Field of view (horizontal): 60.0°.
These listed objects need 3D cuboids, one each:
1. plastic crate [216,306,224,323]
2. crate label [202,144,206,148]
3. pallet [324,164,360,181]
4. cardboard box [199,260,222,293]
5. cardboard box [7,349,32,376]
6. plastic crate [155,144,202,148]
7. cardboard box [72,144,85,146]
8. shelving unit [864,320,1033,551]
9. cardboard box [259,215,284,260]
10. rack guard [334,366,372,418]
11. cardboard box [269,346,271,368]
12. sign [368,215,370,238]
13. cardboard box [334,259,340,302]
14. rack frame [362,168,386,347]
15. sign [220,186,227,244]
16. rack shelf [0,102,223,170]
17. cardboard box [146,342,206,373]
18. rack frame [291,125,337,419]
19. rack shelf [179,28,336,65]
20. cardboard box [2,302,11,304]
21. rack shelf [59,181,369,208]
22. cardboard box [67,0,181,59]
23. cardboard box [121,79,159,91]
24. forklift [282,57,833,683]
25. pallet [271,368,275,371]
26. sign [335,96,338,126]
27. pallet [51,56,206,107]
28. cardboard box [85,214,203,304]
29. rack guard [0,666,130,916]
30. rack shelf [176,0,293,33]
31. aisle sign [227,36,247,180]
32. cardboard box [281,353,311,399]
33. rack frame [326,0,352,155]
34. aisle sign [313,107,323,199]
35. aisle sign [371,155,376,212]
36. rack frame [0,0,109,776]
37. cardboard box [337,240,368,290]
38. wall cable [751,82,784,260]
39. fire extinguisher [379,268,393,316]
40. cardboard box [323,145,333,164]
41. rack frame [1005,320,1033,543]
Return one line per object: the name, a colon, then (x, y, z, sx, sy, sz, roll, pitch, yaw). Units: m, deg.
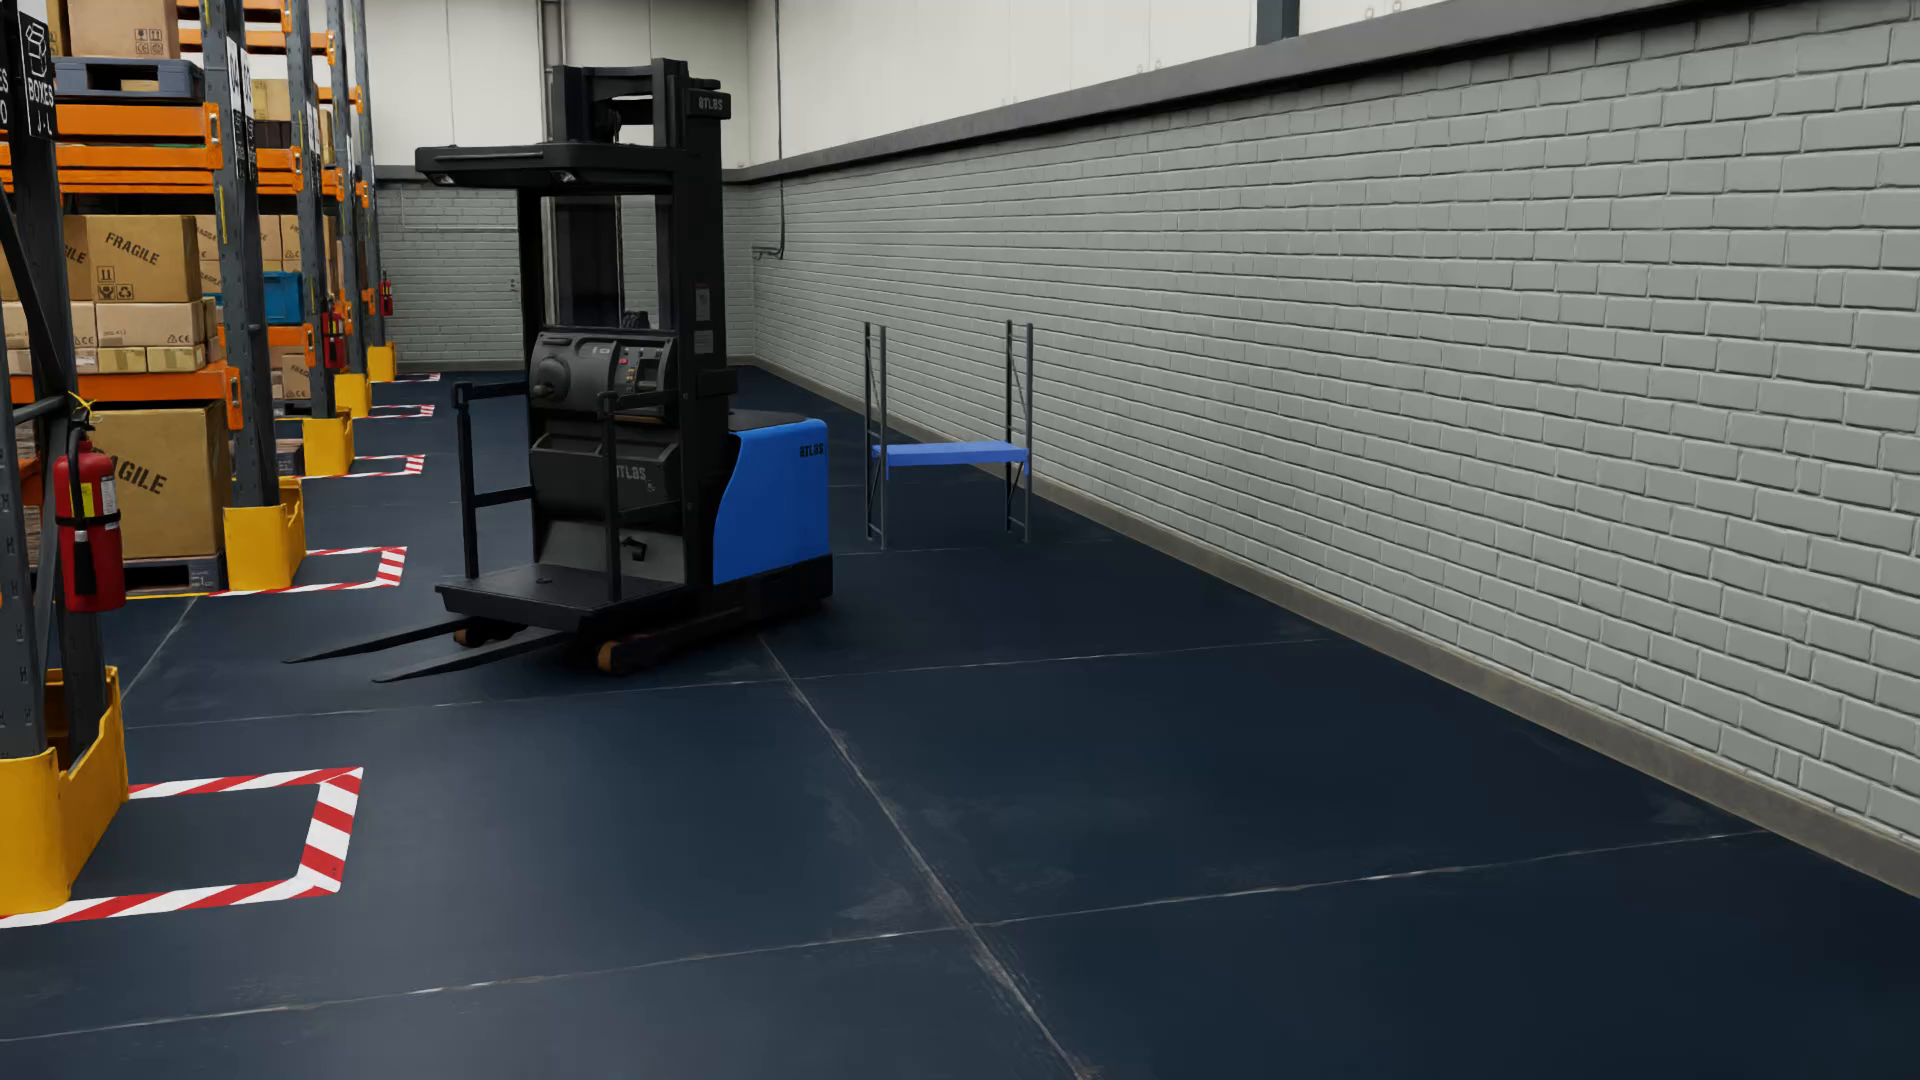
plastic crate: (-6.486, -1.964, 14.495, 0.243, 0.136, 0.396, -3, 11, -16)
crate label: (-6.730, -3.549, 14.665, 0.502, 0.251, 0.408, -3, 11, -16)
pallet: (-9.232, -5.252, 23.749, 1.213, 0.211, 1.003, -3, 11, -16)
cardboard box: (-8.466, -2.927, 18.883, 0.500, 0.500, 0.500, -3, 11, -15)
cardboard box: (-5.351, -1.039, 9.599, 0.250, 0.149, 0.380, -3, 11, -15)
plastic crate: (-6.621, -3.409, 14.078, 0.336, 0.188, 0.450, -3, 11, -16)
cardboard box: (-9.478, -4.229, 18.362, 0.500, 0.250, 0.500, -3, 11, -16)
shelving unit: (-0.082, -0.733, 11.387, 1.048, 1.500, 0.538, -3, 11, -16)
cardboard box: (-7.970, -3.443, 18.929, 0.500, 0.500, 0.500, -3, 11, -14)
rack guard: (-7.208, -1.765, 19.755, 0.348, 0.500, 1.175, -3, 11, -16)
cardboard box: (-10.130, -2.733, 23.851, 0.500, 0.500, 0.700, -3, 11, -18)
sign: (-8.385, -4.450, 23.584, 0.005, 0.325, 0.100, -3, 11, -16)
cardboard box: (-7.634, -3.071, 19.668, 0.500, 0.500, 0.500, -3, 11, -15)
rack frame: (-8.523, -3.860, 24.226, 0.127, 3.000, 1.000, -3, 11, -16)
sign: (-4.231, -1.867, 9.552, 0.005, 0.325, 0.100, -3, 11, -16)
rack shelf: (-6.290, -2.297, 9.438, 4.000, 0.370, 1.077, -3, 11, -16)
cardboard box: (-4.619, -1.078, 9.808, 0.250, 0.149, 0.380, -3, 11, -15)
rack frame: (-5.754, -2.137, 14.871, 0.127, 3.000, 1.000, -3, 11, -16)
rack shelf: (-9.055, -5.492, 18.522, 4.000, 0.370, 1.077, -3, 11, -16)
cardboard box: (-5.736, -1.227, 9.518, 0.500, 0.250, 0.500, -3, 11, -18)
rack shelf: (-10.443, -4.880, 23.470, 4.000, 0.370, 1.077, -3, 11, -16)
cardboard box: (-4.854, -3.021, 9.673, 0.500, 0.500, 0.700, -4, 11, -19)
cardboard box: (-9.083, -4.922, 18.677, 0.500, 0.500, 0.700, -3, 11, -16)
forklift: (-1.934, -0.885, 8.259, 1.130, 2.935, 3.031, 6, 12, 32)
pallet: (-10.438, -2.373, 23.853, 1.213, 0.211, 1.003, -3, 11, -16)
sign: (-6.999, -4.812, 18.669, 0.005, 0.325, 0.100, -3, 11, -16)
pallet: (-5.079, -2.669, 9.717, 1.213, 0.211, 1.003, -3, 11, -16)
cardboard box: (-4.764, -1.647, 9.731, 0.500, 0.500, 0.500, -3, 11, -15)
rack guard: (-3.153, 0.824, 5.689, 0.348, 0.500, 1.175, -3, 11, -16)
rack shelf: (-7.674, -4.436, 13.880, 4.000, 0.370, 1.077, -3, 11, -16)
aisle sign: (-4.216, -2.506, 9.696, 0.004, 0.787, 0.394, -3, 11, -16)
cardboard box: (-7.588, -1.915, 19.354, 0.500, 0.500, 0.500, -3, 11, -16)
rack frame: (-7.135, -5.949, 19.007, 0.127, 3.000, 1.000, -3, 11, -16)
aisle sign: (-5.768, -3.471, 14.936, 0.004, 0.787, 0.394, -3, 11, -16)
aisle sign: (-8.370, -5.090, 23.728, 0.004, 0.787, 0.394, -3, 11, -16)
rack frame: (-3.080, -0.409, 5.483, 0.127, 3.000, 1.000, -3, 11, -16)
cardboard box: (-9.010, -3.980, 24.050, 0.700, 0.700, 0.980, -3, 11, -13)
wall cable: (-2.992, -5.507, 25.182, 0.112, 2.526, 3.097, -3, 11, -16)
fire extinguisher: (-8.249, -3.566, 23.873, 0.183, 0.674, 0.296, -3, 11, -16)
cardboard box: (-9.152, -5.433, 23.469, 0.500, 0.250, 0.500, -3, 11, -14)
rack frame: (0.406, -0.759, 11.527, 0.032, 1.500, 0.500, -3, 11, -16)
